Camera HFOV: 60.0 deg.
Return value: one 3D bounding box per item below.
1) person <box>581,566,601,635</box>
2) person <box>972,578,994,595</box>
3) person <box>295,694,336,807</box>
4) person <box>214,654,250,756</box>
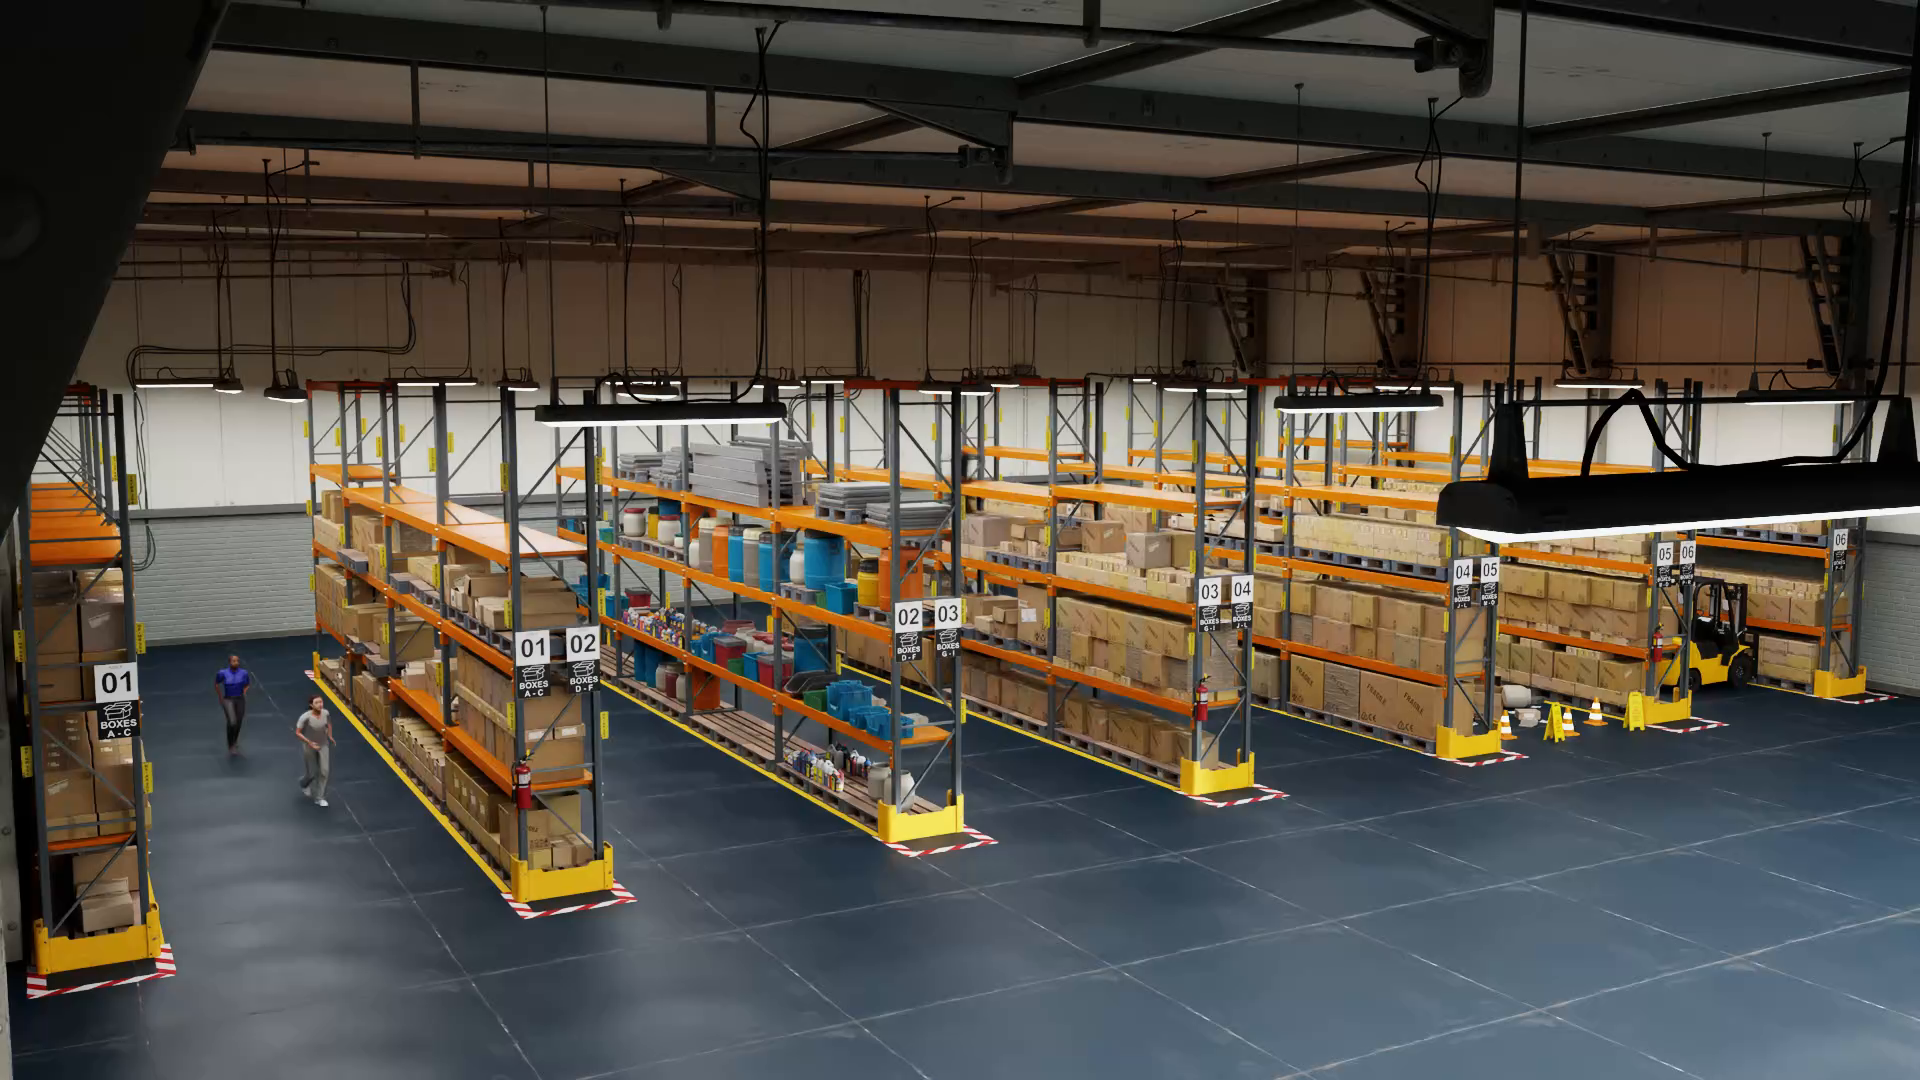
[{"bbox_3d":[-8.428,1.437,38.186,0.731,1.658,0.763,0,6,4],"label":"person"},{"bbox_3d":[0.549,0.929,43.109,0.614,1.637,0.790,4,8,36],"label":"person"},{"bbox_3d":[-9.319,2.989,23.943,0.563,1.622,0.781,-6,8,-43],"label":"person"},{"bbox_3d":[-11.776,2.666,26.972,0.495,1.670,0.789,-5,8,-40],"label":"person"}]
